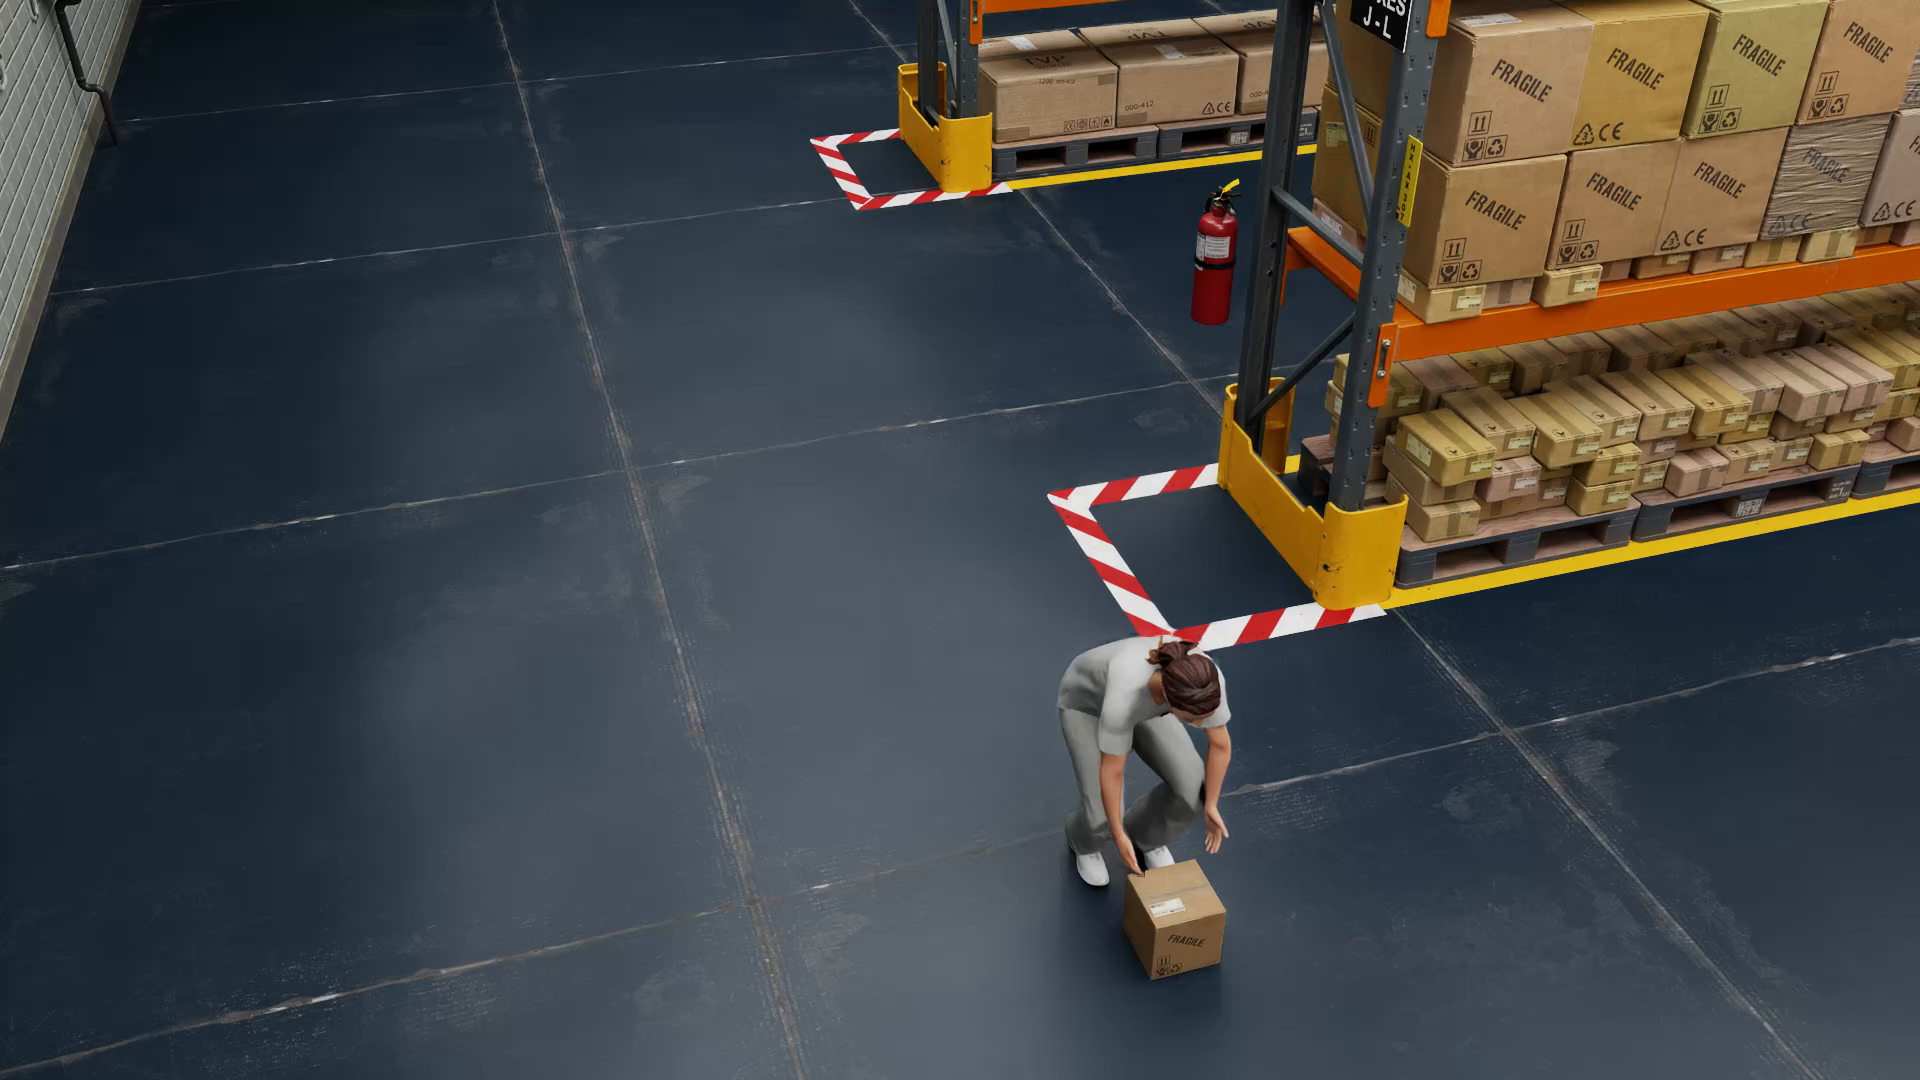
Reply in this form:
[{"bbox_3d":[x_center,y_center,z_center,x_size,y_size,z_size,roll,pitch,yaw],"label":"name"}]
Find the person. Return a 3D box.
[{"bbox_3d":[0.620,0.824,5.571,0.449,0.948,0.856,-12,36,-17],"label":"person"}]
